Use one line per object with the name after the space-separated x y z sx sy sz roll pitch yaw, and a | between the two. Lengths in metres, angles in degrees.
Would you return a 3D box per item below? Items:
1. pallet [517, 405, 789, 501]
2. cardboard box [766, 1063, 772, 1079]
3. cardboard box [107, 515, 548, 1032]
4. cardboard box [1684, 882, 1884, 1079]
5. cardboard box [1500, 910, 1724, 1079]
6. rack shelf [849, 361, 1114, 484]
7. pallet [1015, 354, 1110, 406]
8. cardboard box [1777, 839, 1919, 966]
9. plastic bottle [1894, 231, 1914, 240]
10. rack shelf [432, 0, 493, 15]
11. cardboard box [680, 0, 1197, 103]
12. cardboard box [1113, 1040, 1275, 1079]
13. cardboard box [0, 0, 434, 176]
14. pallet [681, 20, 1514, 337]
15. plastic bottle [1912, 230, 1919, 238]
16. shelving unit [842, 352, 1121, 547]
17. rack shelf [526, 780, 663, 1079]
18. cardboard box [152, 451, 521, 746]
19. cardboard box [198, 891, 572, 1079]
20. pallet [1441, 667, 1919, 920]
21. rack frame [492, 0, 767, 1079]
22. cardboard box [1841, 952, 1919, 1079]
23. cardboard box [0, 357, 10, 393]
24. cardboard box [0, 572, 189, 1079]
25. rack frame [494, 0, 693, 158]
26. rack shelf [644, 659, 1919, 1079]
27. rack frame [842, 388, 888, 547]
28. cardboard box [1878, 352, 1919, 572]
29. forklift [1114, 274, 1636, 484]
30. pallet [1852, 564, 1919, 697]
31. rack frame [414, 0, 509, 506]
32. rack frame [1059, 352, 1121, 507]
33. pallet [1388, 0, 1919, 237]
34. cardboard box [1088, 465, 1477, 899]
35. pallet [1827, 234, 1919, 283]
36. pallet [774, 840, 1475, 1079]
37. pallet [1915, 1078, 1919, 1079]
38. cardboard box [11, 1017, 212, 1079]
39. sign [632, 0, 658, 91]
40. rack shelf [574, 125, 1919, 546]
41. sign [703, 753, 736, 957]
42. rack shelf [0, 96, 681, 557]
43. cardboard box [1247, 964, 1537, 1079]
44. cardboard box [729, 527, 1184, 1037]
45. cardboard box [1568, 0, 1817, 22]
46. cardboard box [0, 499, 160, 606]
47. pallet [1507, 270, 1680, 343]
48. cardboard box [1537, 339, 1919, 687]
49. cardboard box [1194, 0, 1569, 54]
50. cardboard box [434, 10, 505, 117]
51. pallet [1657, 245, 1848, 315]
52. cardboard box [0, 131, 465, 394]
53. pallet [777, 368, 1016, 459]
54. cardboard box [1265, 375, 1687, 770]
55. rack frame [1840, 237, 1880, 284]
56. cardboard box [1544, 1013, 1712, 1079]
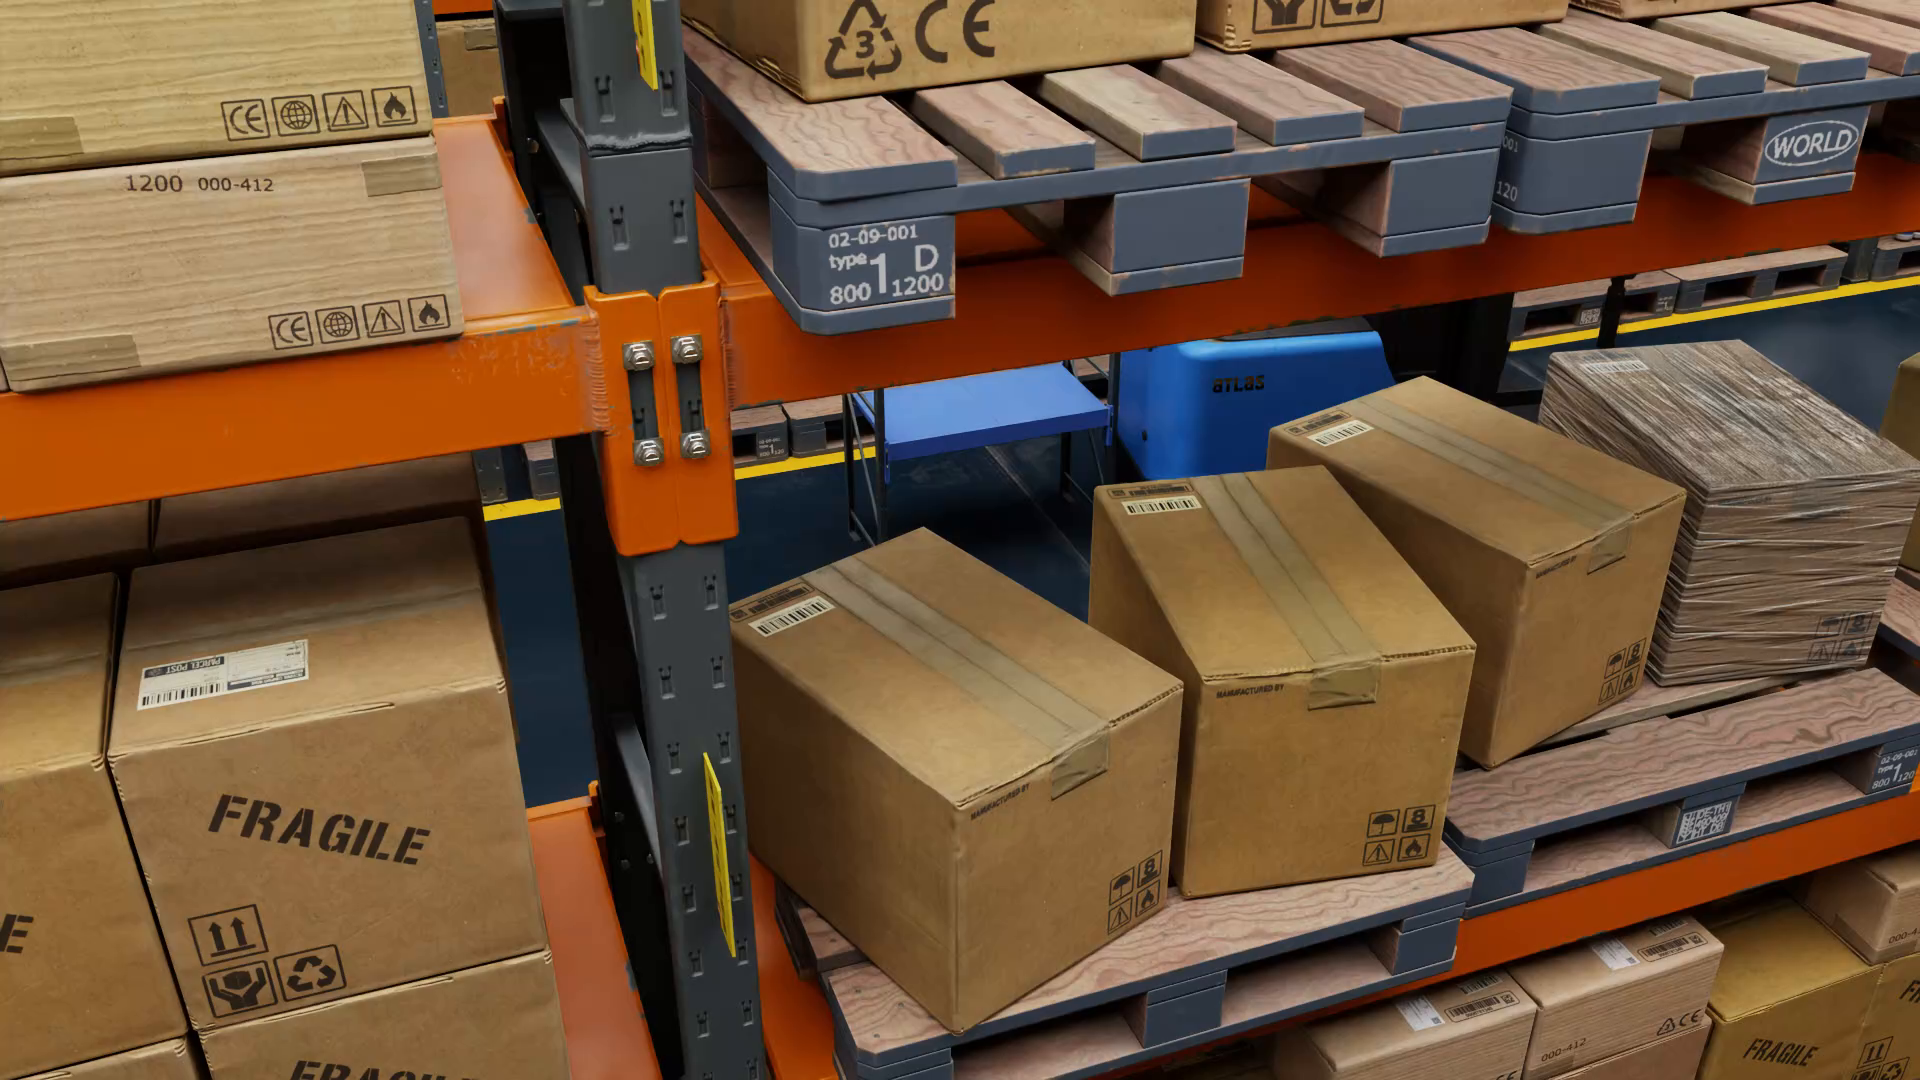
-1.546 -0.599 8.087 1.213 0.211 1.003 -10 31 -18 | pallet
-0.197 1.279 4.055 0.500 0.500 0.500 -11 31 -18 | cardboard box
-0.943 0.332 2.526 0.500 0.500 0.500 -10 31 -17 | cardboard box
1.910 1.166 4.253 0.500 0.500 0.500 -12 32 -19 | cardboard box
1.386 0.942 3.890 0.500 0.250 0.500 -11 31 -19 | cardboard box
0.080 -0.510 6.994 1.000 0.185 0.538 -10 31 -18 | rack shelf
0.741 -1.020 8.827 1.213 0.211 1.003 -10 31 -18 | pallet
2.343 0.763 4.204 0.500 0.250 0.500 -9 31 -16 | cardboard box
5.666 -1.935 9.927 0.097 0.271 0.097 0 30 0 | plastic bottle
-2.136 -4.027 12.015 4.000 0.370 1.077 -10 31 -18 | rack shelf
-0.062 -1.023 2.359 0.600 0.600 0.600 -14 32 -22 | cardboard box
0.475 1.430 3.791 0.500 0.500 0.500 -10 31 -17 | cardboard box
-0.921 -0.643 1.965 0.500 0.250 0.500 -10 31 -18 | cardboard box
0.076 -0.699 2.607 1.003 0.211 1.213 -10 31 -18 | pallet
5.761 -1.922 9.975 0.097 0.201 0.097 0 30 0 | plastic bottle
0.080 -0.666 6.905 1.048 1.500 0.538 -10 31 -18 | shelving unit
-2.434 1.260 2.735 4.000 0.370 1.077 -10 31 -18 | rack shelf
-1.099 0.075 2.977 0.500 0.500 0.500 -10 31 -16 | cardboard box
-0.939 0.764 2.777 0.500 0.500 0.500 -10 31 -17 | cardboard box
1.368 0.333 3.829 1.213 0.211 1.003 -10 31 -18 | pallet
-0.560 0.602 3.162 0.127 3.000 1.000 -10 31 -18 | rack frame
2.395 1.077 4.410 0.500 0.500 0.500 -9 31 -16 | cardboard box
-1.395 -0.347 1.950 0.500 0.250 0.500 -10 31 -18 | cardboard box
-1.422 0.422 2.369 0.500 0.500 0.500 -11 31 -19 | cardboard box
-0.560 -2.004 1.677 0.127 3.000 1.000 -10 31 -18 | rack frame
1.315 0.570 3.946 4.000 0.370 1.077 -10 31 -18 | rack shelf
-0.397 -0.579 6.751 0.032 1.500 0.500 -10 31 -18 | rack frame
2.638 -0.153 3.963 0.500 0.500 0.700 -22 37 -34 | cardboard box
2.250 -1.447 6.829 3.031 2.935 1.130 -5 30 -9 | forklift
2.579 0.145 4.159 1.003 0.211 1.213 -10 31 -18 | pallet
-2.283 -1.696 7.197 0.127 3.000 1.000 -10 31 -18 | rack frame
0.556 -0.754 7.059 0.032 1.500 0.500 -10 31 -18 | rack frame
1.047 -0.880 2.924 1.003 0.211 1.213 -10 31 -18 | pallet
0.585 0.250 3.255 0.500 0.500 0.700 -6 30 -10 | cardboard box
5.859 -1.962 10.481 1.213 0.211 1.003 -10 31 -18 | pallet
0.227 0.599 3.363 1.213 0.211 1.003 -10 31 -18 | pallet
2.476 1.235 4.869 1.213 0.211 1.003 -10 31 -18 | pallet
-1.421 0.854 2.620 0.500 0.500 0.500 -10 31 -16 | cardboard box
-0.363 -0.675 1.852 0.005 0.325 0.100 -10 31 -18 | sign
1.315 -0.734 3.204 4.000 0.370 1.077 -10 31 -18 | rack shelf
-0.363 0.477 2.509 0.005 0.325 0.100 -10 31 -18 | sign
-2.434 -0.043 1.992 4.000 0.370 1.077 -10 31 -18 | rack shelf
0.916 1.029 3.738 0.500 0.250 0.500 -10 31 -18 | cardboard box
-0.038 0.399 2.995 0.500 0.500 0.700 -22 37 -34 | cardboard box
1.187 -1.255 2.765 0.600 0.600 0.600 -12 32 -20 | cardboard box
-1.583 0.165 2.820 0.500 0.500 0.500 -11 32 -19 | cardboard box
3.347 -1.500 9.669 1.213 0.211 1.003 -10 31 -18 | pallet
1.715 -0.084 3.841 0.500 0.500 0.700 -5 30 -8 | cardboard box
0.557 -1.149 2.580 0.600 0.600 0.600 -11 31 -18 | cardboard box
-3.417 -3.373 11.863 0.875 0.875 1.225 -10 31 -17 | cardboard box
4.492 -1.712 10.042 1.213 0.211 1.003 -10 31 -18 | pallet
-0.923 -0.428 2.093 0.500 0.250 0.500 -10 31 -18 | cardboard box
-0.400 -0.811 8.460 1.213 0.211 1.003 -10 31 -18 | pallet
1.075 0.043 3.619 0.500 0.500 0.700 -19 35 -30 | cardboard box
5.215 -3.077 9.621 0.127 3.000 1.000 -10 31 -18 | rack frame
1.420 1.260 4.089 0.500 0.500 0.500 -12 32 -19 | cardboard box
